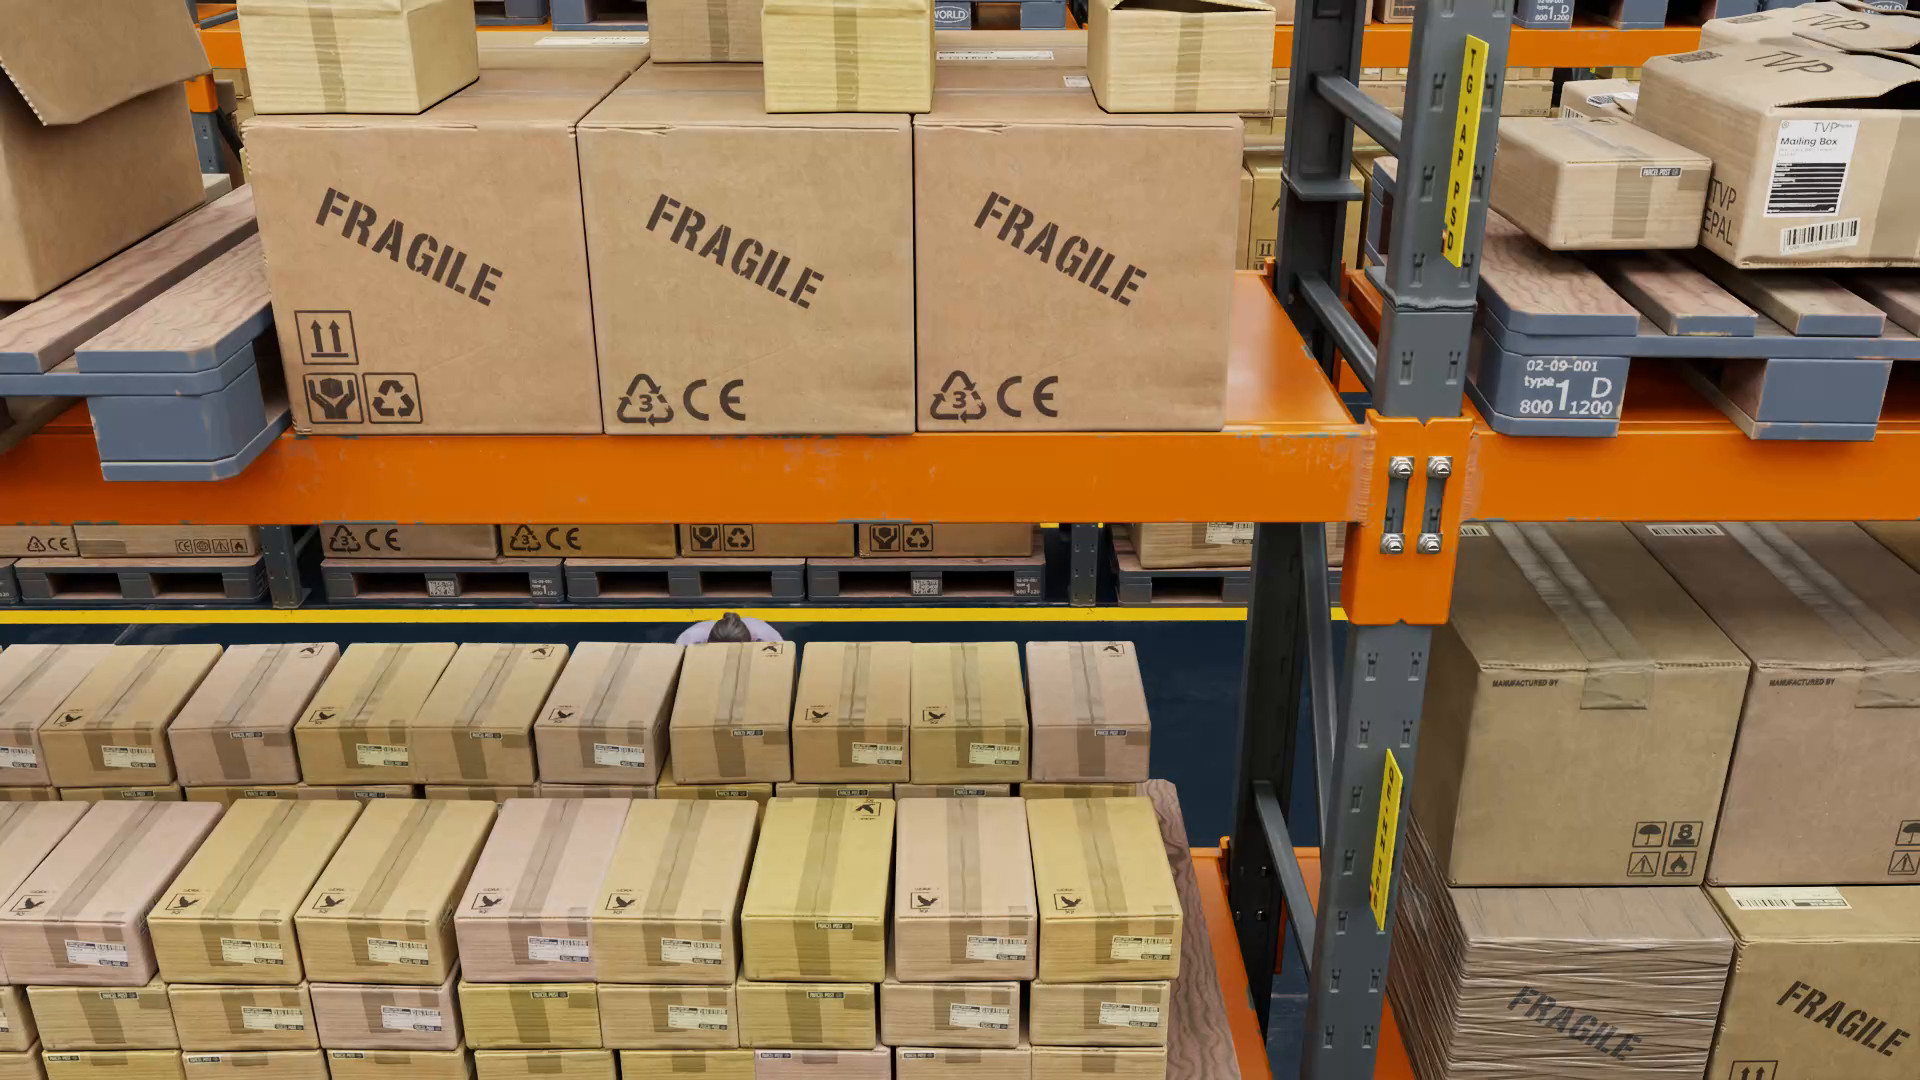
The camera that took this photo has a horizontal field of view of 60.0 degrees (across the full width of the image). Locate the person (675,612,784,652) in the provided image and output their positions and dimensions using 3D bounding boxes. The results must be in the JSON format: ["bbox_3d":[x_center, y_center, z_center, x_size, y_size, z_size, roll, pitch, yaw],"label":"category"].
[{"bbox_3d":[-0.924,0.636,6.601,0.505,0.934,0.837,-1,24,-2],"label":"person"}]
